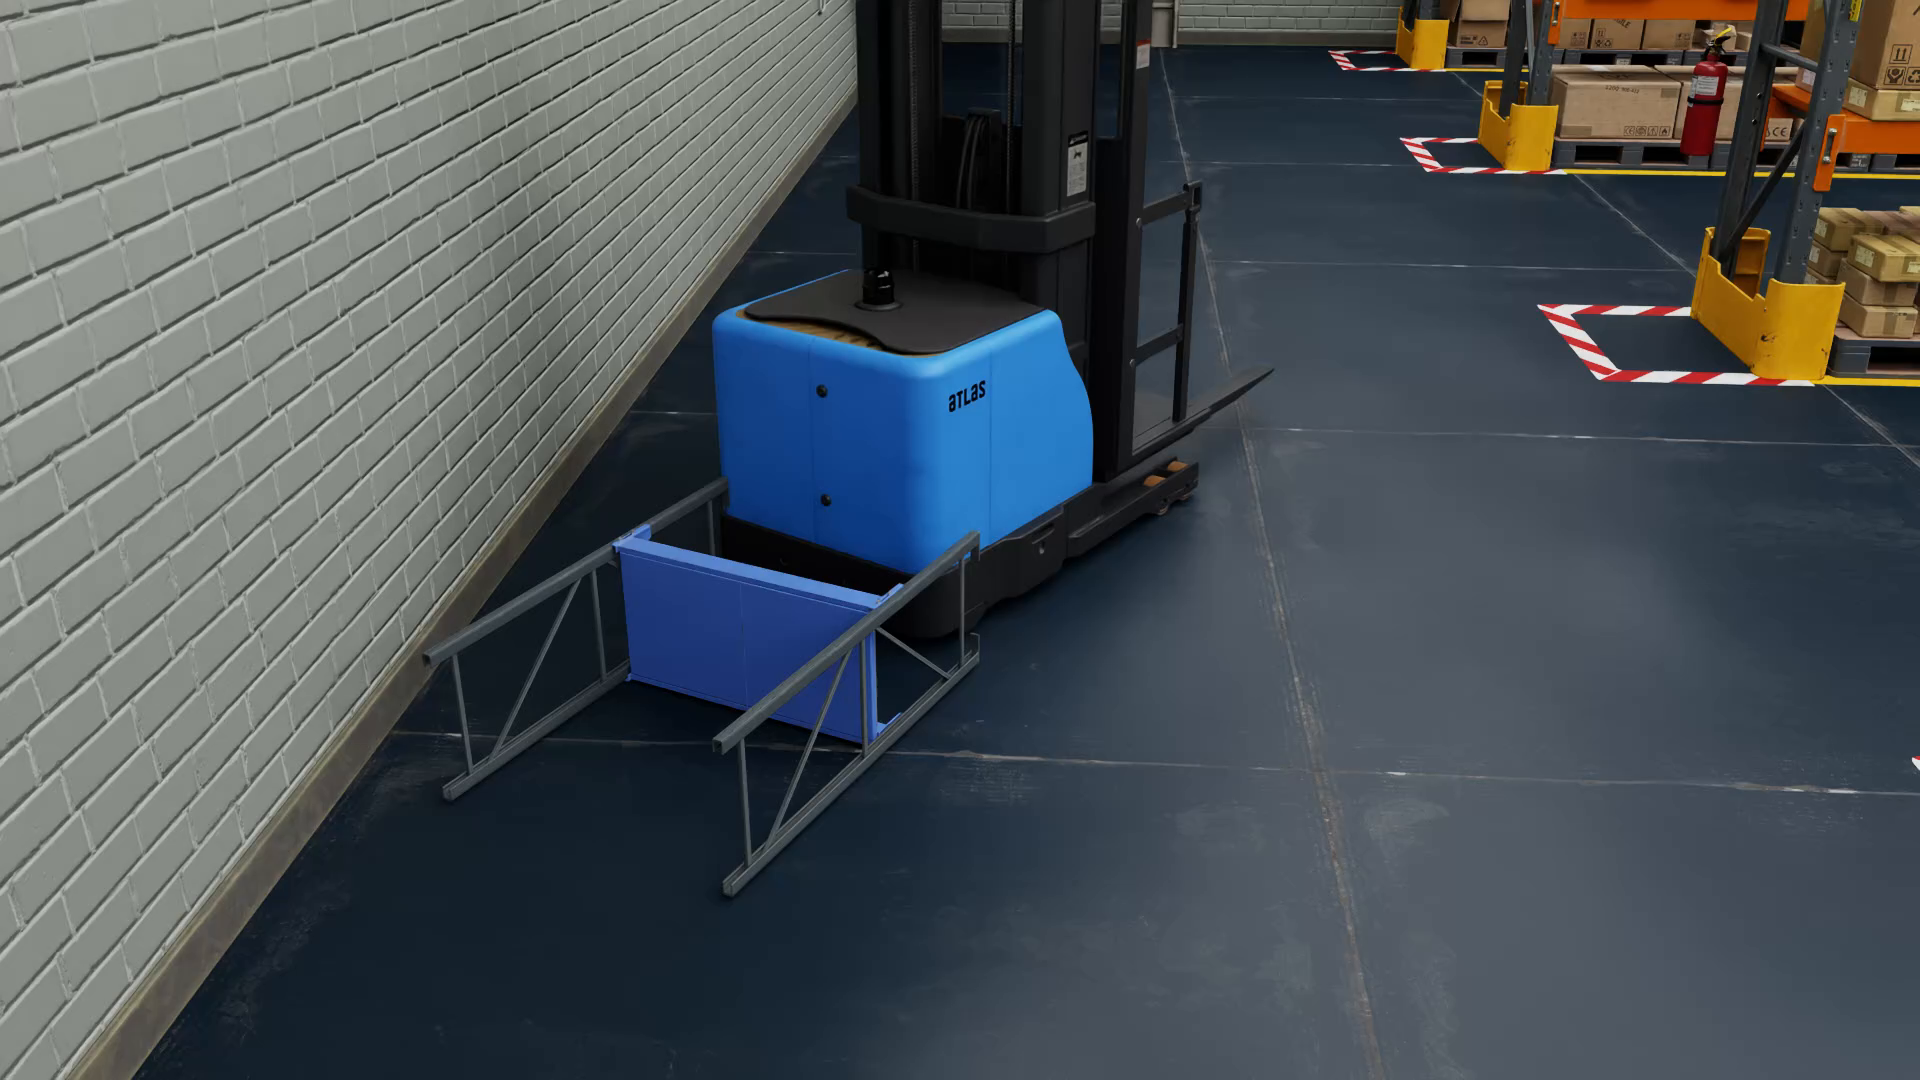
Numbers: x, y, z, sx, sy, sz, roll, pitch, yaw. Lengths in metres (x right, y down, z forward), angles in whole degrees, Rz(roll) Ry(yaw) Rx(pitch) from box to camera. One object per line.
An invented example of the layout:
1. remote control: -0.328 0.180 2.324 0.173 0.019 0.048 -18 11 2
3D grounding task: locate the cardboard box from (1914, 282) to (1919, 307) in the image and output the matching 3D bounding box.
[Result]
1. cardboard box: 5.019 -1.305 8.550 0.250 0.149 0.380 2 25 4

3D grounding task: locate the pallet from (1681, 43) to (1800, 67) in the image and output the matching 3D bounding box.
1. pallet: 8.206 -5.193 17.783 1.213 0.211 1.003 2 25 4

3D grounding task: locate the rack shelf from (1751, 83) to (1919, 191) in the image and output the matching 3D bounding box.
1. rack shelf: 6.242 -2.039 8.454 4.000 0.370 1.077 2 25 4

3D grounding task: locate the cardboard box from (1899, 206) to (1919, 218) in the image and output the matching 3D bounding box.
1. cardboard box: 5.309 -1.697 9.047 0.250 0.149 0.380 1 25 3

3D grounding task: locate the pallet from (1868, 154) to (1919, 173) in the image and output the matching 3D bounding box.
1. pallet: 7.762 -3.159 13.362 1.213 0.211 1.003 2 25 4

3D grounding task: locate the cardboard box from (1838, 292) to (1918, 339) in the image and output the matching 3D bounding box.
1. cardboard box: 4.746 -1.176 8.625 0.250 0.149 0.380 2 25 5

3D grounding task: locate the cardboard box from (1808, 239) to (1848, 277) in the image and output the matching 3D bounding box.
1. cardboard box: 4.796 -1.563 9.111 0.250 0.149 0.380 1 25 3

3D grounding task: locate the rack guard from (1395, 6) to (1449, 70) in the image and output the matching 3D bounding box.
1. rack guard: 4.978 -5.427 17.947 0.348 0.500 1.175 2 25 4

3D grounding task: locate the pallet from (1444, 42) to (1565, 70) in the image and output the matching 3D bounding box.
1. pallet: 5.773 -5.271 17.953 1.213 0.211 1.003 2 25 4

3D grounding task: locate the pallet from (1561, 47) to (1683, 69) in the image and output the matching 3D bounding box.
1. pallet: 6.986 -5.231 17.866 1.213 0.211 1.003 2 25 4

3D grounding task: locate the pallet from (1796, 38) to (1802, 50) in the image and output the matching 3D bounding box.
1. pallet: 9.704 -5.160 17.712 1.213 0.211 1.003 2 25 4

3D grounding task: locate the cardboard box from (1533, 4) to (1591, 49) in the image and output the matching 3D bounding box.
1. cardboard box: 6.354 -5.518 17.641 0.500 0.500 0.700 3 25 6

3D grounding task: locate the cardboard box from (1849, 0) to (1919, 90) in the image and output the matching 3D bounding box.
1. cardboard box: 4.674 -2.481 8.078 0.500 0.500 0.500 3 25 6

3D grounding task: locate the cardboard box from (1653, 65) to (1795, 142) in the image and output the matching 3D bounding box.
1. cardboard box: 6.105 -3.518 13.370 0.875 0.438 0.875 2 25 5

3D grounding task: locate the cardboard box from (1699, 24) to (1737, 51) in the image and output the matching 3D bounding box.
1. cardboard box: 7.957 -5.293 17.433 0.258 0.266 0.396 3 25 6

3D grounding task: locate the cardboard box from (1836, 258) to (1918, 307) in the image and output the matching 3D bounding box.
1. cardboard box: 4.751 -1.337 8.620 0.250 0.149 0.380 3 25 6

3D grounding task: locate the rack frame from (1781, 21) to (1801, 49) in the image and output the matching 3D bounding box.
1. rack frame: 8.891 -6.437 17.152 0.127 3.000 1.000 2 25 4

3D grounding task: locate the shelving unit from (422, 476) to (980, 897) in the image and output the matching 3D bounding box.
1. shelving unit: -0.744 0.376 5.288 1.048 0.538 1.500 12 27 25

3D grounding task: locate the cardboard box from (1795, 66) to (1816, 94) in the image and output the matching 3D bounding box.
1. cardboard box: 4.595 -2.423 8.729 0.250 0.149 0.380 2 25 4

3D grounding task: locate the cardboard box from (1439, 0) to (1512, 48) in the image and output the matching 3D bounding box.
1. cardboard box: 5.505 -5.563 17.735 0.637 0.503 0.797 1 25 2

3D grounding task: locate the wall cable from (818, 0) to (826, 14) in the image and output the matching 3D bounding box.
1. wall cable: -1.098 -5.143 13.086 0.123 1.953 0.585 2 25 4

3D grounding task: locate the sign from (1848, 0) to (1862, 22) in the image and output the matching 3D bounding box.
1. sign: 4.206 -2.597 7.770 0.005 0.325 0.100 2 25 4

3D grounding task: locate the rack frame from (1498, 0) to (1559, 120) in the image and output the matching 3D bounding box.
1. rack frame: 4.526 -4.496 12.934 0.127 3.000 1.000 2 25 4

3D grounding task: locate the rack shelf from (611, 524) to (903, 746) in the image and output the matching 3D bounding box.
1. rack shelf: -0.661 0.310 5.433 1.000 0.538 0.185 12 27 25

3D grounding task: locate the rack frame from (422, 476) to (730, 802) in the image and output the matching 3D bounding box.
1. rack frame: -1.195 0.278 5.501 0.032 0.500 1.500 12 27 25

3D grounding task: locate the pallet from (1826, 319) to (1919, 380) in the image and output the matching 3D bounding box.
1. pallet: 5.131 -1.120 8.932 1.213 0.211 1.003 2 25 4

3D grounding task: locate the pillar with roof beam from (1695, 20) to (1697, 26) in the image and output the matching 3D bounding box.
1. pillar with roof beam: 7.936 -7.766 12.863 0.400 9.000 9.100 2 25 4

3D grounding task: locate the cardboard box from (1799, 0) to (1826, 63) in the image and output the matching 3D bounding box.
1. cardboard box: 4.716 -2.704 8.562 0.500 0.500 0.500 2 25 5

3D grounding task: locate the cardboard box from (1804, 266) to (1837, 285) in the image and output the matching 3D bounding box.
1. cardboard box: 4.789 -1.396 9.103 0.250 0.149 0.380 2 25 5

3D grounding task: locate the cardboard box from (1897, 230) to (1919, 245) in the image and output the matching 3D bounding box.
1. cardboard box: 5.028 -1.479 8.572 0.250 0.149 0.380 2 25 5

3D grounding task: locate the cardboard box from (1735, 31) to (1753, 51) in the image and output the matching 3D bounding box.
1. cardboard box: 8.313 -5.228 17.432 0.250 0.149 0.380 1 25 2

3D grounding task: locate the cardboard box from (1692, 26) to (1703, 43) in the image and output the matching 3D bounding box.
1. cardboard box: 7.818 -5.467 17.950 0.250 0.149 0.380 2 25 3

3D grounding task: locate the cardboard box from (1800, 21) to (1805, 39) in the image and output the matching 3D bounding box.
1. cardboard box: 9.403 -5.600 17.820 0.500 0.500 0.500 2 25 4

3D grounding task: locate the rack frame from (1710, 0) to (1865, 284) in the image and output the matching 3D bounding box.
1. rack frame: 4.248 -2.430 8.443 0.127 3.000 1.000 2 25 4

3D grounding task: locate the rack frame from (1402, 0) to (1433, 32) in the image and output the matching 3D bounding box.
1. rack frame: 4.902 -6.565 17.430 0.127 3.000 1.000 2 25 4

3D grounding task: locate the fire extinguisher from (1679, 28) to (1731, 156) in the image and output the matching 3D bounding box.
1. fire extinguisher: 4.032 -2.426 8.973 0.183 0.674 0.296 2 25 4

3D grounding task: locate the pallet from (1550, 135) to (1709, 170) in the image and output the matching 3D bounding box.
1. pallet: 5.329 -3.237 13.532 1.213 0.211 1.003 2 25 4

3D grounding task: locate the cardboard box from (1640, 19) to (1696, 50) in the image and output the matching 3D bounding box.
1. cardboard box: 7.389 -5.485 17.569 0.500 0.500 0.700 1 25 2

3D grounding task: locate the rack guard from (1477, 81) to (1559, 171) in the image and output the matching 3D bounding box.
1. rack guard: 4.502 -3.362 13.458 0.348 0.500 1.175 2 25 4

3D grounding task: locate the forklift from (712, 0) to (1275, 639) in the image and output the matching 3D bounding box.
1. forklift: 0.366 -1.542 6.595 1.130 2.935 3.031 17 30 32

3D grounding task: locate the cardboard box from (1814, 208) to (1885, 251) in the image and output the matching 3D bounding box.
1. cardboard box: 4.795 -1.685 9.019 0.250 0.149 0.380 2 25 5

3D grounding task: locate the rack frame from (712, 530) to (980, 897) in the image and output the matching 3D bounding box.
1. rack frame: -0.293 0.474 5.075 0.032 0.500 1.500 12 27 25

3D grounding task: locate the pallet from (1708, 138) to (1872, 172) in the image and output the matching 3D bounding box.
1. pallet: 6.542 -3.197 13.444 1.213 0.211 1.003 2 25 4

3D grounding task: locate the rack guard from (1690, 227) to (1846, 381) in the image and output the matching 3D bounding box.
1. rack guard: 4.324 -1.292 8.960 0.348 0.500 1.175 2 25 4

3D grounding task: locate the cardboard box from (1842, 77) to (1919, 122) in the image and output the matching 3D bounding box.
1. cardboard box: 4.546 -2.169 8.176 0.250 0.149 0.380 2 25 4

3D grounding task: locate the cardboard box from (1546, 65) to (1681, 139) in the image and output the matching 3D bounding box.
1. cardboard box: 5.192 -3.544 13.426 0.875 0.438 0.875 1 25 2

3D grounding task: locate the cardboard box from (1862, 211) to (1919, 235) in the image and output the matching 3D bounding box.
1. cardboard box: 5.041 -1.653 8.950 0.250 0.149 0.380 2 25 5

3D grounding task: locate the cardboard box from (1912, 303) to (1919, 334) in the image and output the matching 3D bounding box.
1. cardboard box: 5.013 -1.201 8.681 0.250 0.149 0.380 2 25 4

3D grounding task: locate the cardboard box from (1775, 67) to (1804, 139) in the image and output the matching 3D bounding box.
1. cardboard box: 7.004 -3.489 13.306 0.875 0.438 0.875 1 25 2

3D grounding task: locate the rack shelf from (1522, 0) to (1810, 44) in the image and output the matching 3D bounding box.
1. rack shelf: 6.520 -4.106 12.945 4.000 0.370 1.077 2 25 4

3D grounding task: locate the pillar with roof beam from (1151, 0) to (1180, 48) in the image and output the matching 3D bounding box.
1. pillar with roof beam: 1.953 -7.958 13.280 0.400 9.000 9.100 2 25 4

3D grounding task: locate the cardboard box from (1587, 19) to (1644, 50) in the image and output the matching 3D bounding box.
1. cardboard box: 6.874 -5.459 17.514 0.500 0.500 0.500 2 25 5

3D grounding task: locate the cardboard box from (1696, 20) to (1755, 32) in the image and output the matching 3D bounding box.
1. cardboard box: 8.250 -5.526 17.886 0.500 0.311 0.500 3 25 6

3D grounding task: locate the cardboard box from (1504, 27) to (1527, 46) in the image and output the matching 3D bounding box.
1. cardboard box: 5.926 -5.372 17.745 0.250 0.149 0.380 1 25 2

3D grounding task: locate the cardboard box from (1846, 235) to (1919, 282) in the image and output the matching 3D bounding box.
1. cardboard box: 4.744 -1.438 8.482 0.250 0.149 0.380 1 25 2
